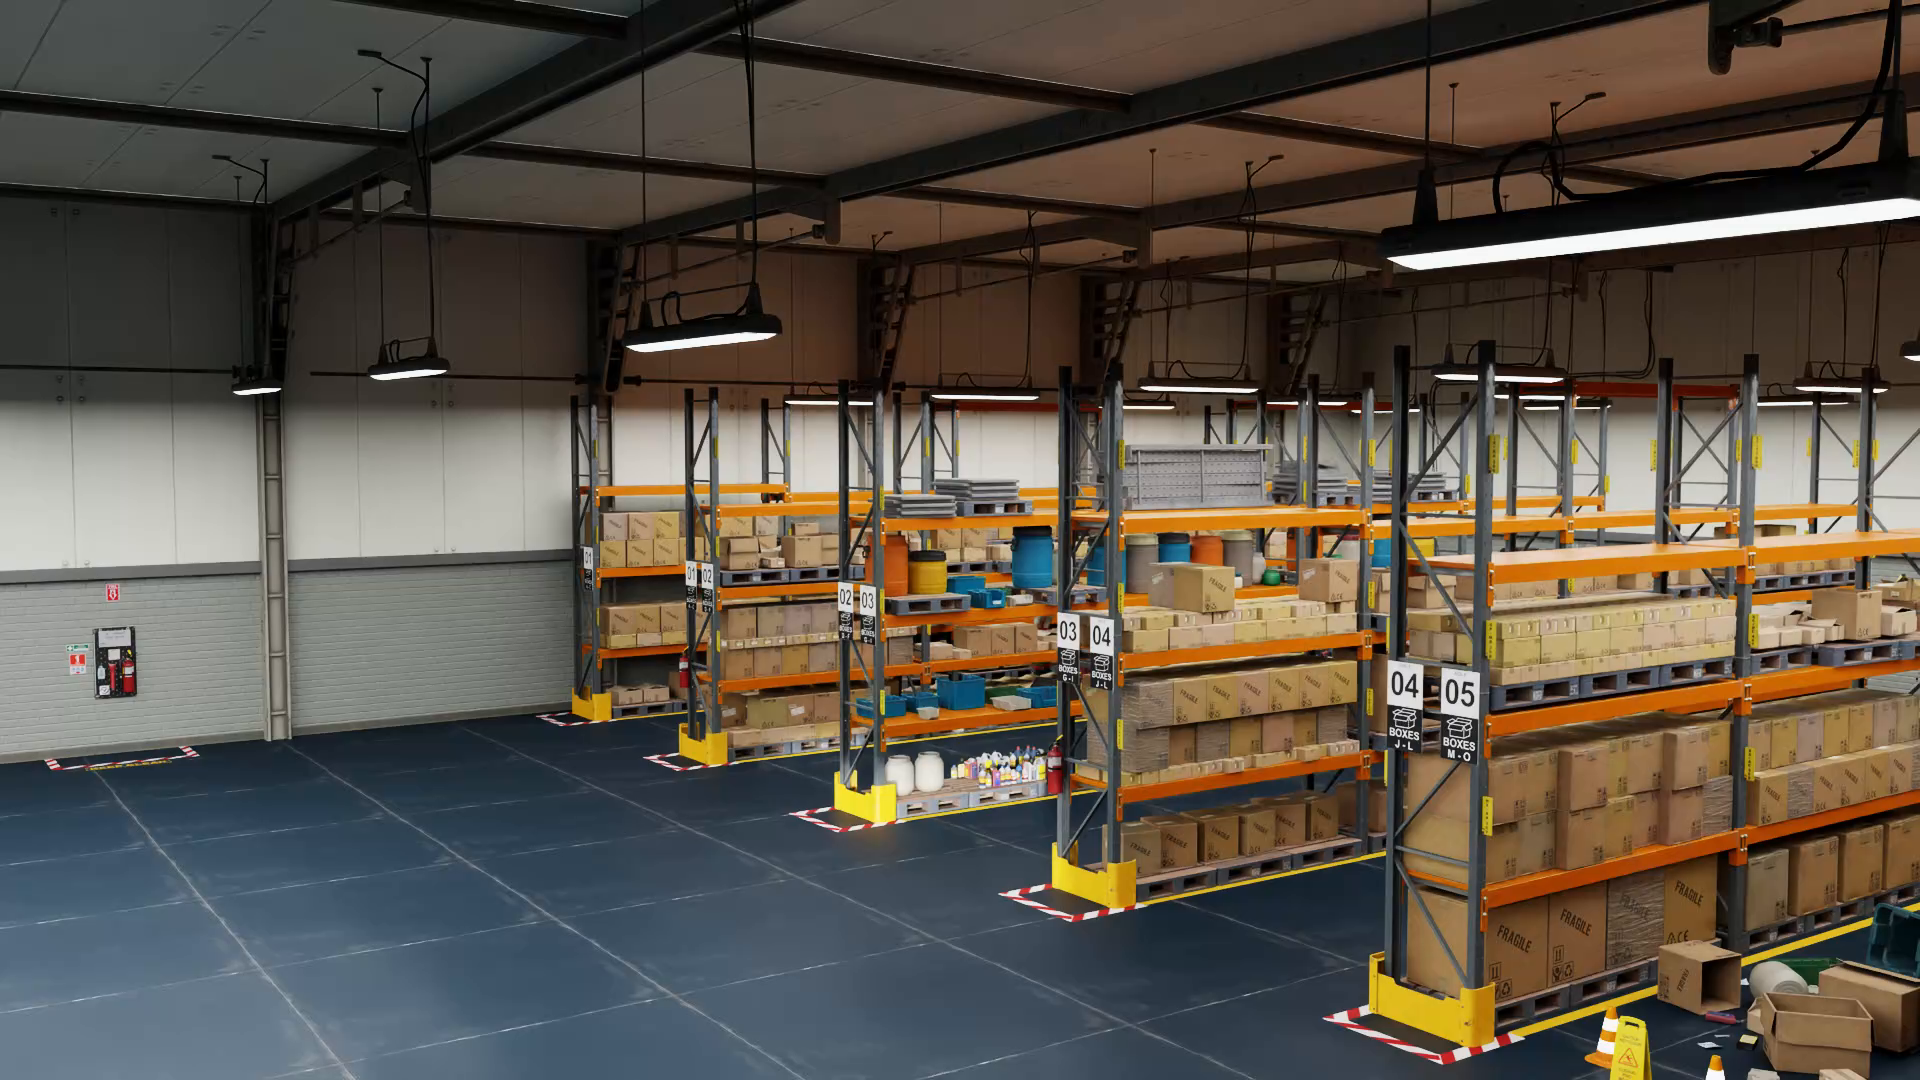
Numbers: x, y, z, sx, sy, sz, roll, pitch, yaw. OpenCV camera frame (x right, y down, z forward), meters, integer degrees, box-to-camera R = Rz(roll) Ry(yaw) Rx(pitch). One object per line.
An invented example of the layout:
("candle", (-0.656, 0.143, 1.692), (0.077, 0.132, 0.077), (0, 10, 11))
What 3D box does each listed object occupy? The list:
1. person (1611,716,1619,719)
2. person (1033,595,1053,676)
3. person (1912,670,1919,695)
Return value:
("person", (8.514, 3.038, 21.749), (0.474, 1.719, 0.460), (2, 4, 30))
("person", (1.615, 1.999, 33.593), (0.519, 1.786, 0.583), (1, 4, 14))
("person", (15.467, 2.764, 26.620), (0.952, 1.585, 0.456), (-3, 4, -40))
